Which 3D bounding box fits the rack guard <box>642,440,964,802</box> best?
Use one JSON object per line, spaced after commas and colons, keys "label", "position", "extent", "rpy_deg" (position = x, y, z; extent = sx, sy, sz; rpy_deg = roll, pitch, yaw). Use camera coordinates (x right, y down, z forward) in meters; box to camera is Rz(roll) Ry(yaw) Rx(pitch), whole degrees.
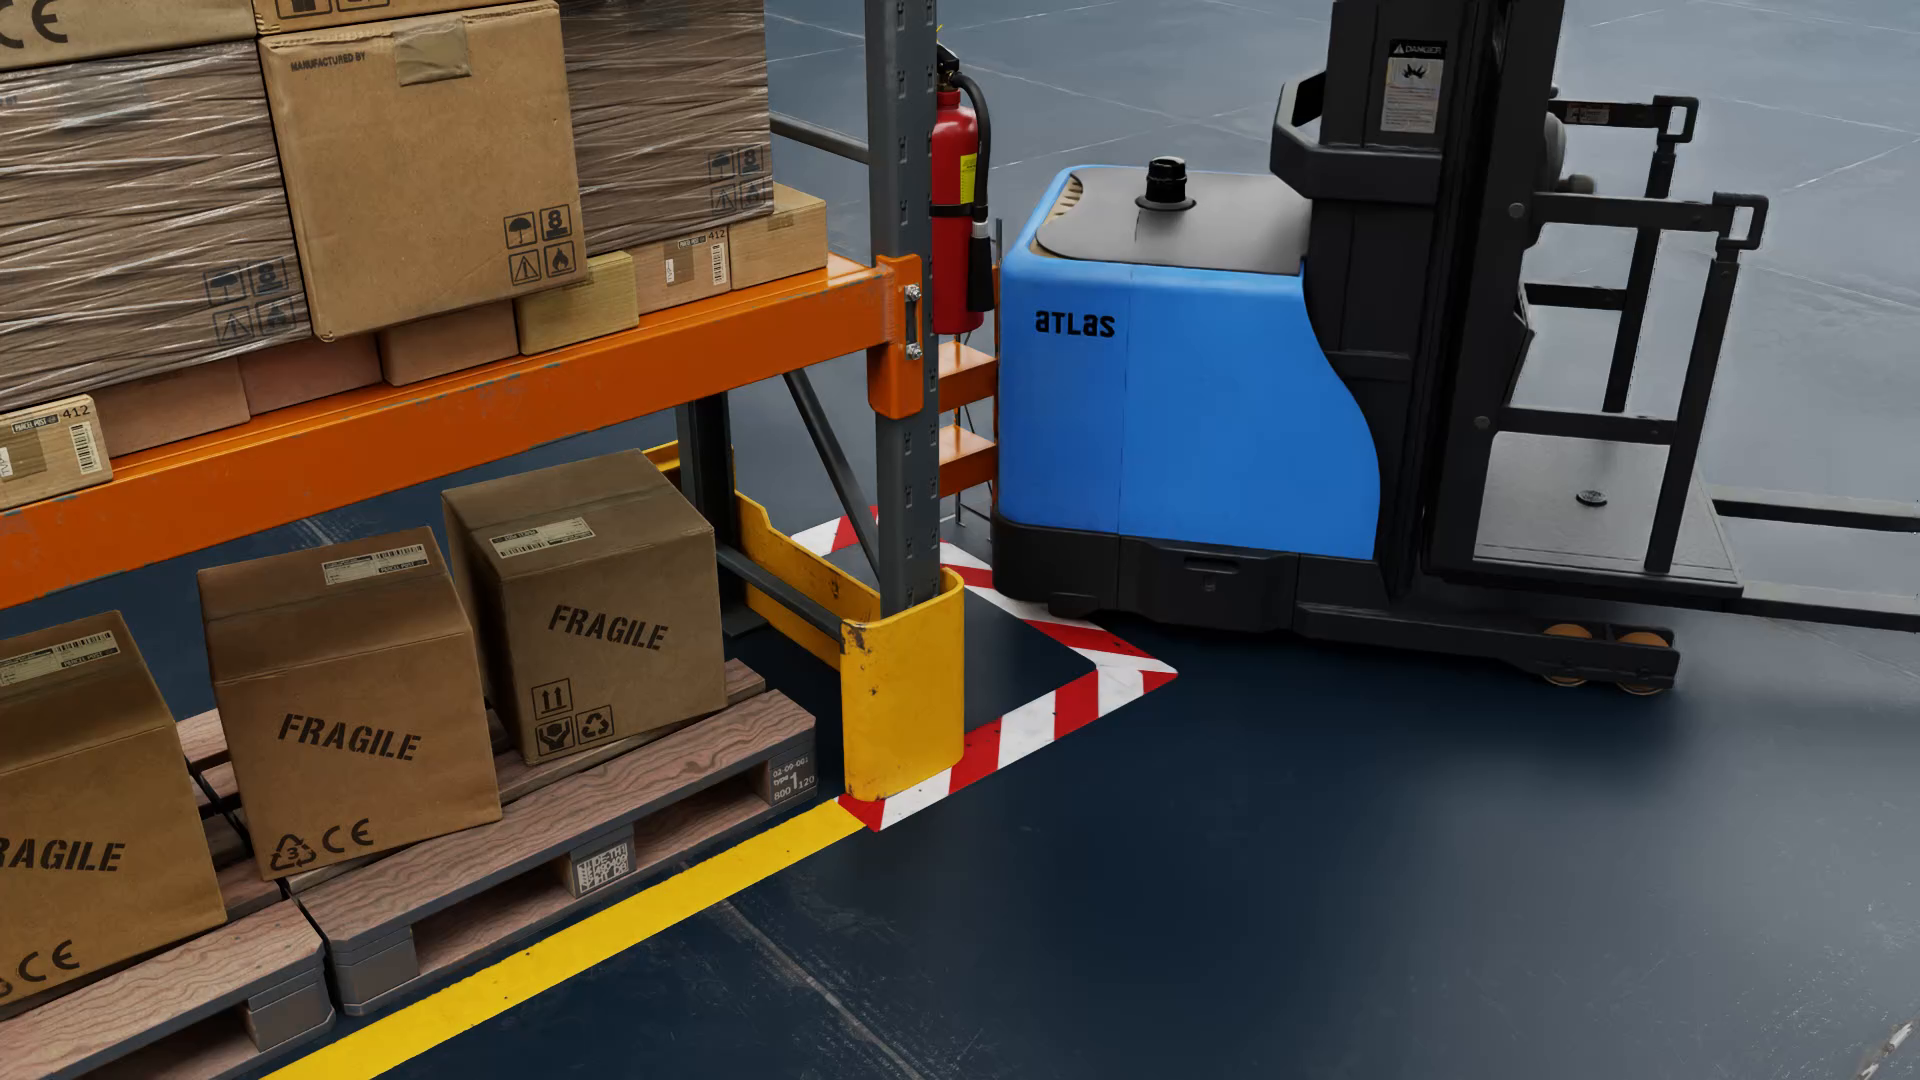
{"label": "rack guard", "position": [-0.473, 0.169, 4.404], "extent": [0.348, 0.500, 1.175], "rpy_deg": [-22, 35, -35]}

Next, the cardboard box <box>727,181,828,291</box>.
{"label": "cardboard box", "position": [-0.498, -0.685, 3.616], "extent": [0.250, 0.149, 0.380], "rpy_deg": [-22, 35, -35]}

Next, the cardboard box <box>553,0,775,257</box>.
{"label": "cardboard box", "position": [-0.852, -0.974, 3.468], "extent": [0.500, 0.500, 0.875], "rpy_deg": [-22, 35, -35]}

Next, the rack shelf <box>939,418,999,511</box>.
{"label": "rack shelf", "position": [-0.041, -0.192, 5.108], "extent": [0.240, 0.259, 0.215], "rpy_deg": [-22, 35, -35]}

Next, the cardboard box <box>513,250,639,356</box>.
{"label": "cardboard box", "position": [-0.846, -0.514, 3.296], "extent": [0.250, 0.149, 0.380], "rpy_deg": [-22, 35, -35]}

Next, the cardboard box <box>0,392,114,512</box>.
{"label": "cardboard box", "position": [-1.571, -0.188, 2.687], "extent": [0.250, 0.149, 0.380], "rpy_deg": [-22, 35, -35]}

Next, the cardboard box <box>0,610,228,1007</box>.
{"label": "cardboard box", "position": [-1.823, 0.525, 3.291], "extent": [0.500, 0.500, 0.500], "rpy_deg": [-18, 33, -30]}

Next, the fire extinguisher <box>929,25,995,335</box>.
{"label": "fire extinguisher", "position": [-0.029, -0.793, 3.633], "extent": [0.183, 0.674, 0.296], "rpy_deg": [-22, 35, -35]}

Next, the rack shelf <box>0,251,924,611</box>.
{"label": "rack shelf", "position": [-1.937, -0.028, 2.883], "extent": [4.000, 0.370, 1.077], "rpy_deg": [-22, 35, -35]}

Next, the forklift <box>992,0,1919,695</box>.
{"label": "forklift", "position": [1.667, -1.151, 4.294], "extent": [3.031, 2.935, 1.130], "rpy_deg": [6, 29, 11]}

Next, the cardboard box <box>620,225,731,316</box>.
{"label": "cardboard box", "position": [-0.689, -0.609, 3.473], "extent": [0.250, 0.149, 0.380], "rpy_deg": [-22, 35, -35]}

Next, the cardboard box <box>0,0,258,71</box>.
{"label": "cardboard box", "position": [-1.432, -1.009, 2.474], "extent": [0.500, 0.500, 0.500], "rpy_deg": [-22, 35, -35]}

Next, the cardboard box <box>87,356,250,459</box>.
{"label": "cardboard box", "position": [-1.439, -0.297, 2.889], "extent": [0.250, 0.149, 0.380], "rpy_deg": [-22, 35, -35]}

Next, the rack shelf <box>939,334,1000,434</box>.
{"label": "rack shelf", "position": [-0.041, -0.437, 4.977], "extent": [0.240, 0.259, 0.215], "rpy_deg": [-22, 35, -35]}

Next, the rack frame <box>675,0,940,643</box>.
{"label": "rack frame", "position": [-0.416, -0.957, 3.858], "extent": [0.127, 3.000, 1.000], "rpy_deg": [-22, 35, -35]}

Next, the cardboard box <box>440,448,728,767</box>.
{"label": "cardboard box", "position": [-0.901, 0.145, 4.002], "extent": [0.500, 0.500, 0.500], "rpy_deg": [-15, 32, -26]}

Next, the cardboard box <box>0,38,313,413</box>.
{"label": "cardboard box", "position": [-1.563, -0.640, 2.844], "extent": [0.500, 0.500, 0.875], "rpy_deg": [-22, 35, -35]}

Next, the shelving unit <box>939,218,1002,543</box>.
{"label": "shelving unit", "position": [-0.041, -0.447, 4.972], "extent": [0.252, 1.050, 0.215], "rpy_deg": [-22, 35, -35]}

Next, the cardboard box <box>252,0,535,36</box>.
{"label": "cardboard box", "position": [-1.050, -1.161, 2.758], "extent": [0.500, 0.500, 0.500], "rpy_deg": [-22, 35, -35]}

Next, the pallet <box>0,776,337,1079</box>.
{"label": "pallet", "position": [-2.042, 0.903, 3.336], "extent": [1.213, 0.211, 1.003], "rpy_deg": [-22, 35, -35]}

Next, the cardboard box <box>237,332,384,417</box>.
{"label": "cardboard box", "position": [-1.263, -0.381, 3.047], "extent": [0.250, 0.149, 0.380], "rpy_deg": [-22, 35, -35]}

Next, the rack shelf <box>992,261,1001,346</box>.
{"label": "rack shelf", "position": [-0.040, -0.688, 4.843], "extent": [0.240, 0.259, 0.215], "rpy_deg": [-22, 35, -35]}

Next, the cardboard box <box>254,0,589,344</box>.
{"label": "cardboard box", "position": [-1.154, -0.778, 3.102], "extent": [0.500, 0.500, 0.875], "rpy_deg": [-22, 35, -35]}

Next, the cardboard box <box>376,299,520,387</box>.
{"label": "cardboard box", "position": [-1.046, -0.443, 3.163], "extent": [0.250, 0.149, 0.380], "rpy_deg": [-22, 35, -35]}

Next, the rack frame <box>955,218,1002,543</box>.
{"label": "rack frame", "position": [0.052, -0.484, 5.042], "extent": [0.008, 1.050, 0.200], "rpy_deg": [-22, 35, -35]}

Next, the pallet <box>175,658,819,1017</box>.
{"label": "pallet", "position": [-1.114, 0.532, 4.031], "extent": [1.213, 0.211, 1.003], "rpy_deg": [-22, 35, -35]}

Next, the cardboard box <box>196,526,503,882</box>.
{"label": "cardboard box", "position": [-1.334, 0.340, 3.637], "extent": [0.500, 0.500, 0.500], "rpy_deg": [-13, 31, -22]}
